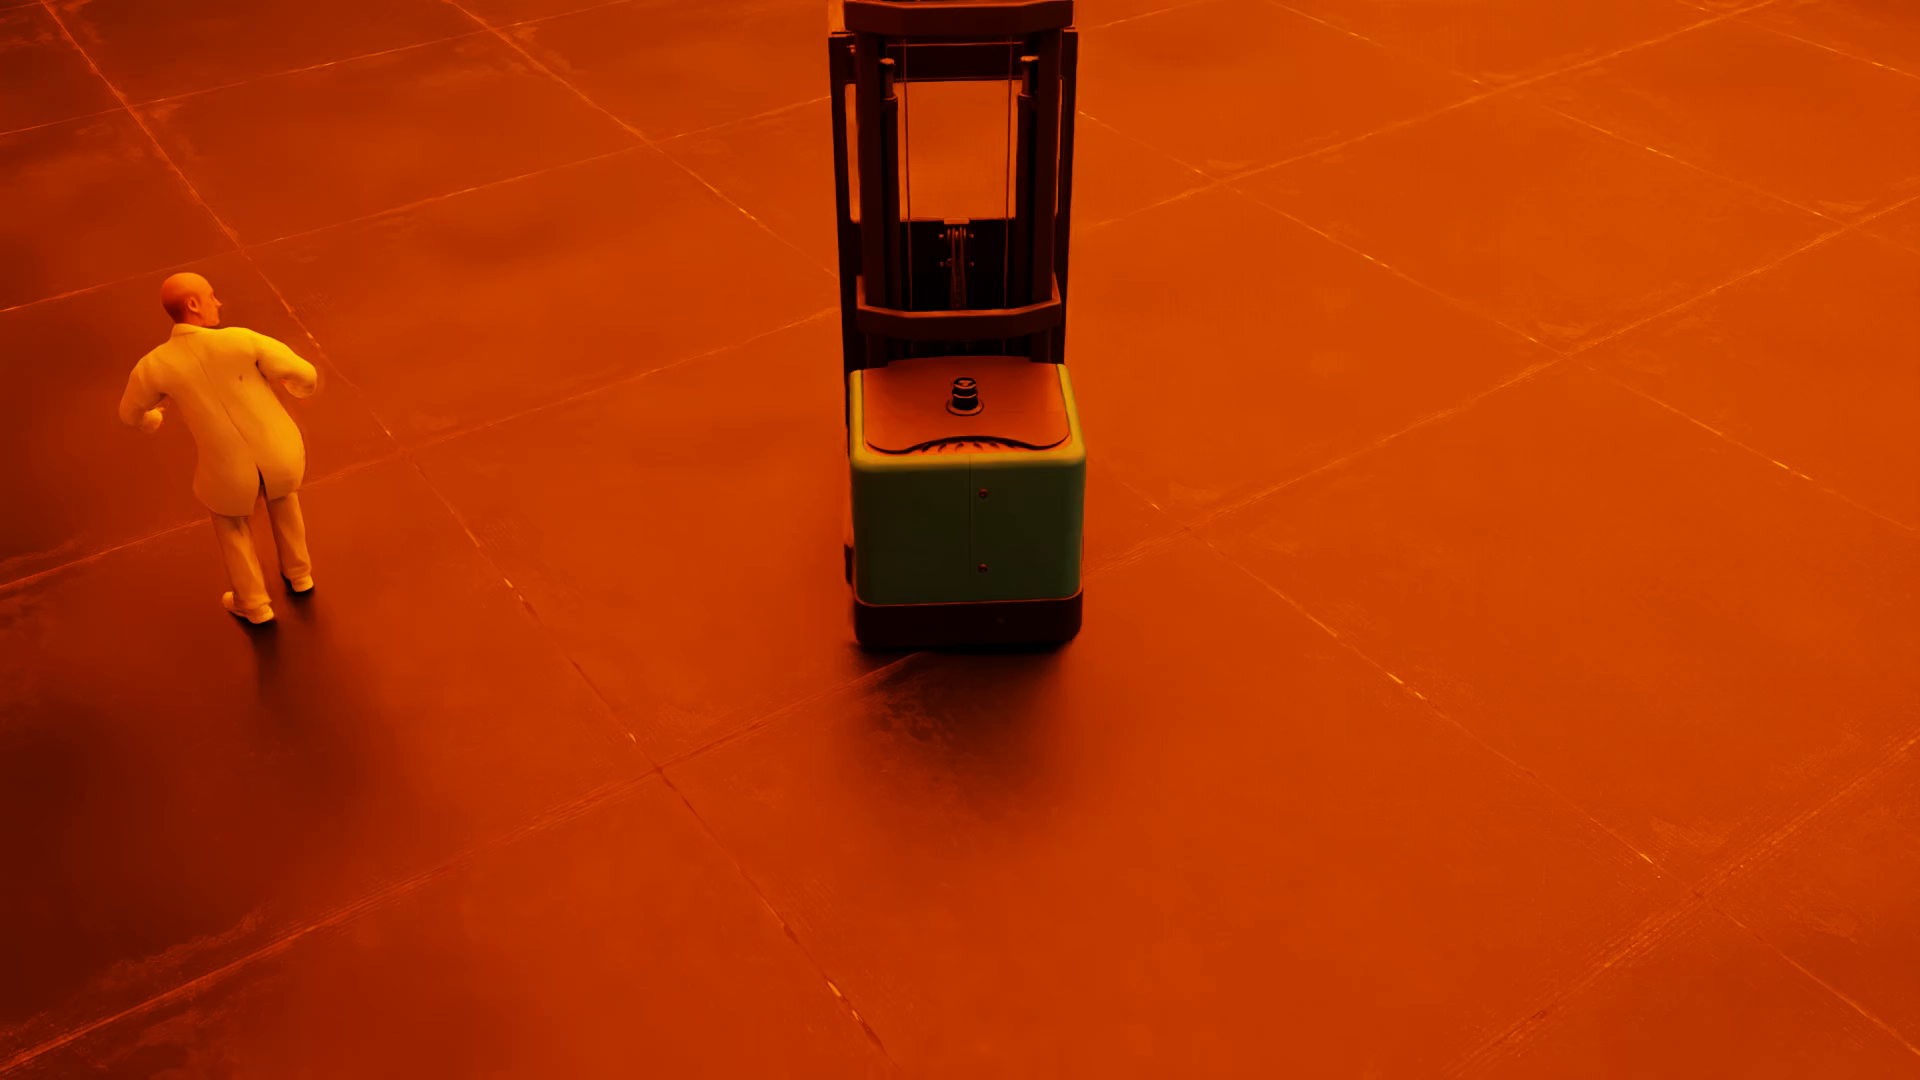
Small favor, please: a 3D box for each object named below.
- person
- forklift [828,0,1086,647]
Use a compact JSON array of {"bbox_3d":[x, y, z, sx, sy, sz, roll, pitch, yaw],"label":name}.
[{"bbox_3d":[-3.327,-0.449,7.616,0.829,1.736,0.644,-17,40,-22],"label":"person"},{"bbox_3d":[-0.046,-1.542,8.030,1.130,2.935,3.031,-2,37,-3],"label":"forklift"}]
